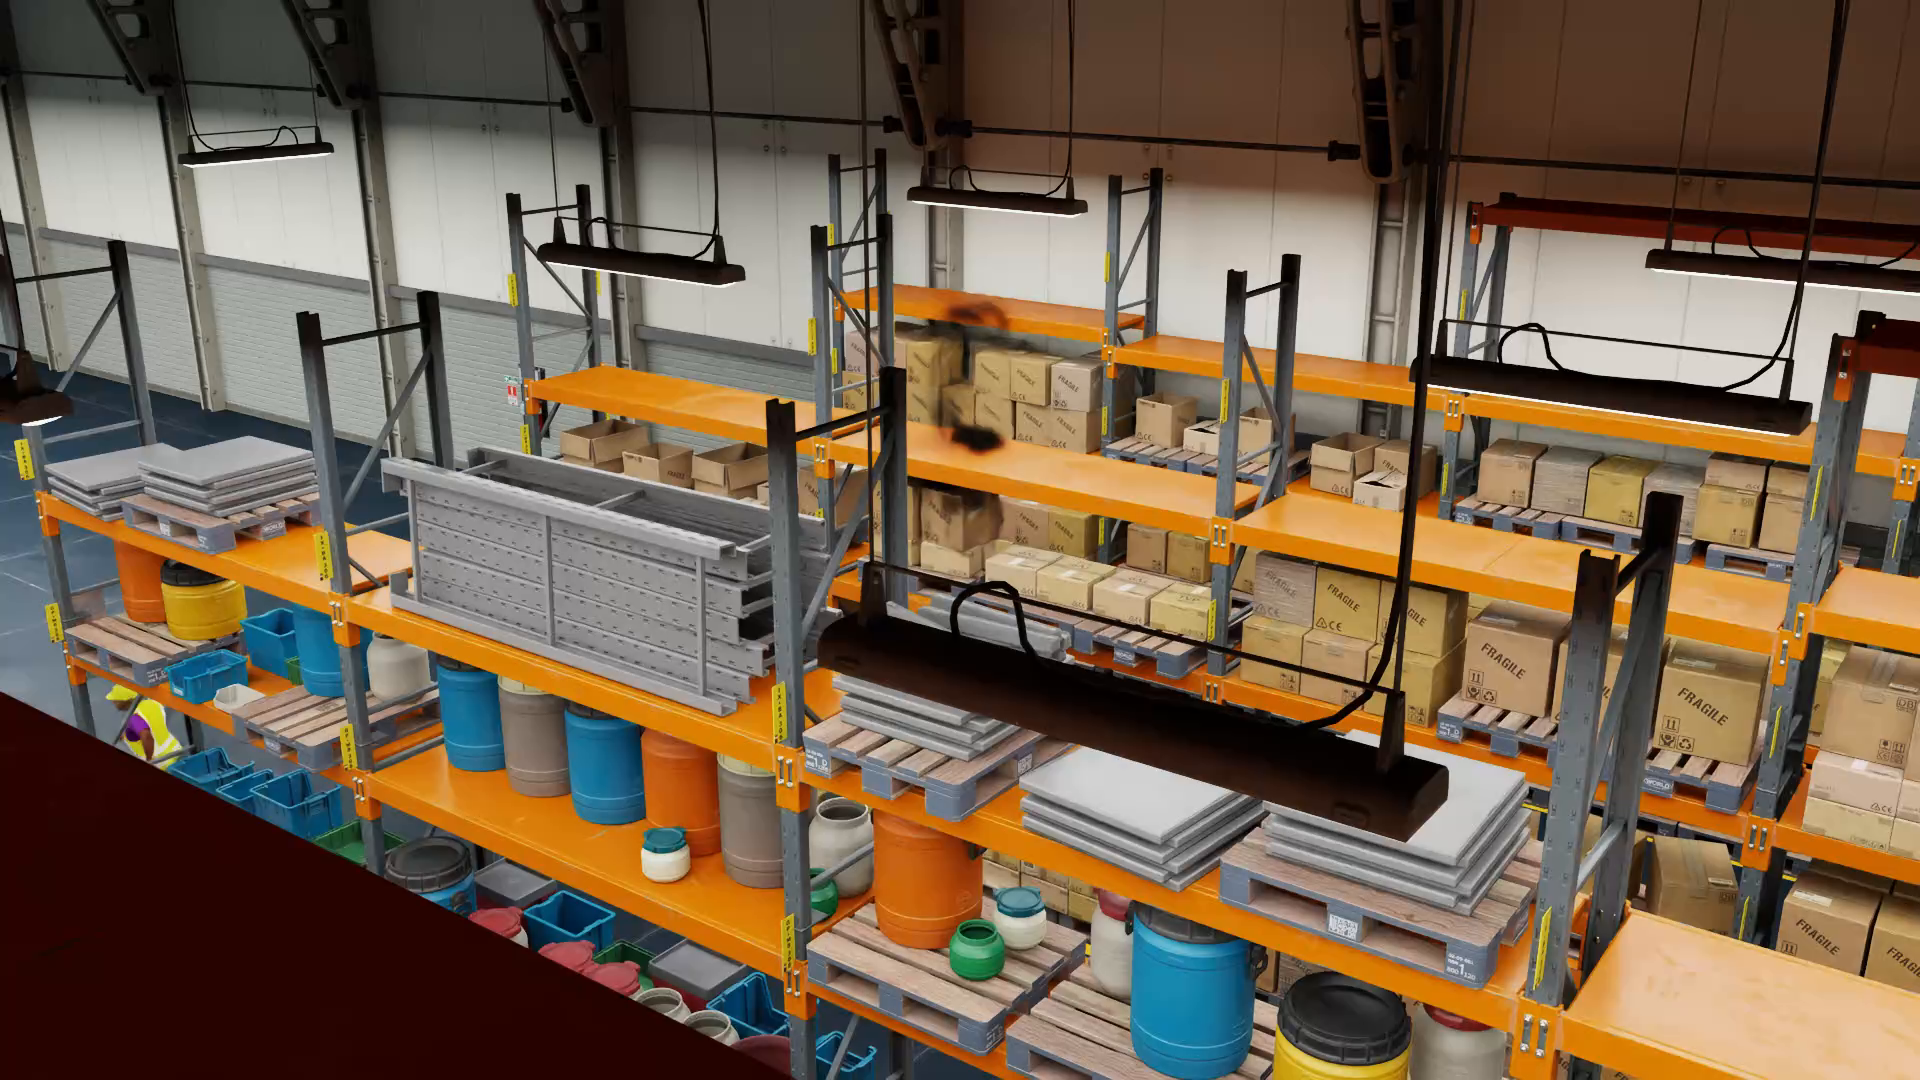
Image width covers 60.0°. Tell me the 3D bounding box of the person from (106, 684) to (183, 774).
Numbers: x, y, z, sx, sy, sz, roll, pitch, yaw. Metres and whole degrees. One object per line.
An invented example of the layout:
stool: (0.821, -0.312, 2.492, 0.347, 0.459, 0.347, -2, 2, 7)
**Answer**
person: (-7.668, 2.201, 15.958, 0.851, 1.807, 0.758, 0, 18, 1)
